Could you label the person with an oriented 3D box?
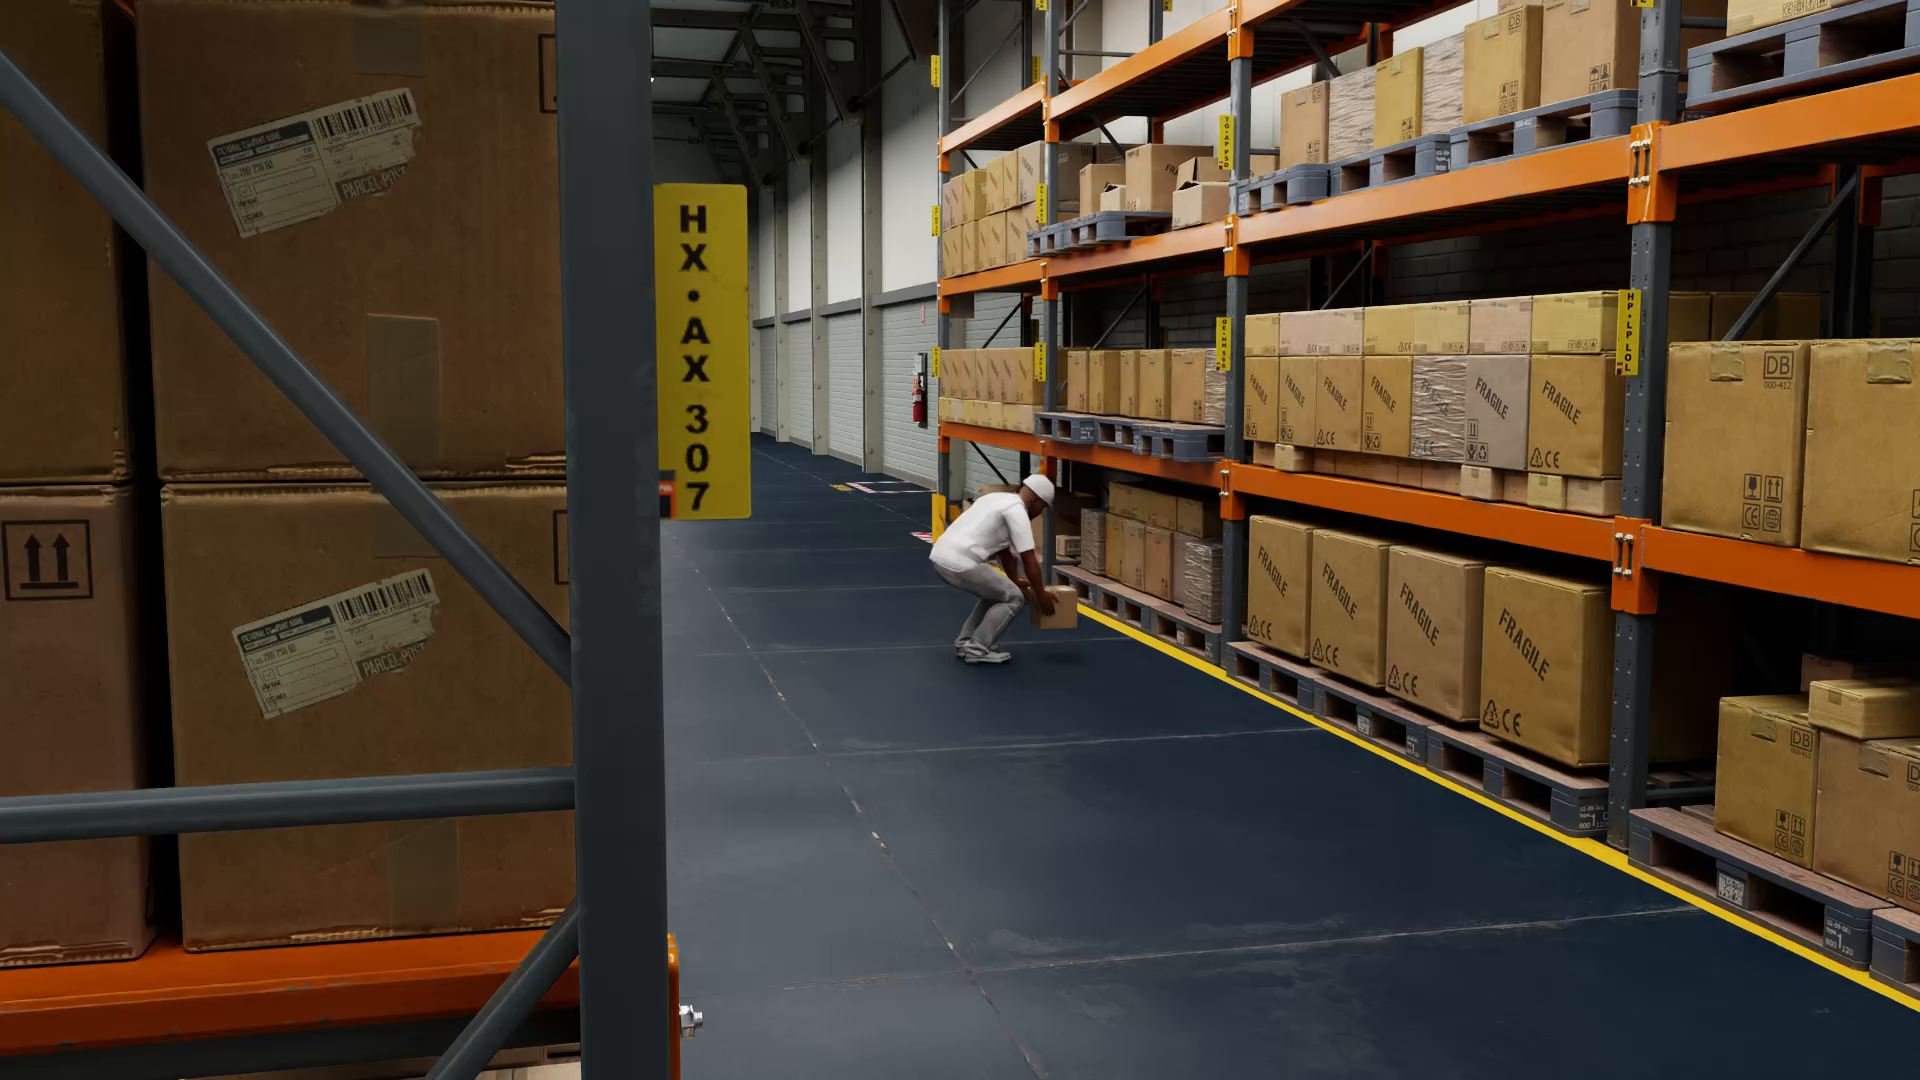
[{"bbox_3d":[0.216,0.176,10.864,0.839,1.204,0.620,-1,6,-14],"label":"person"}]
